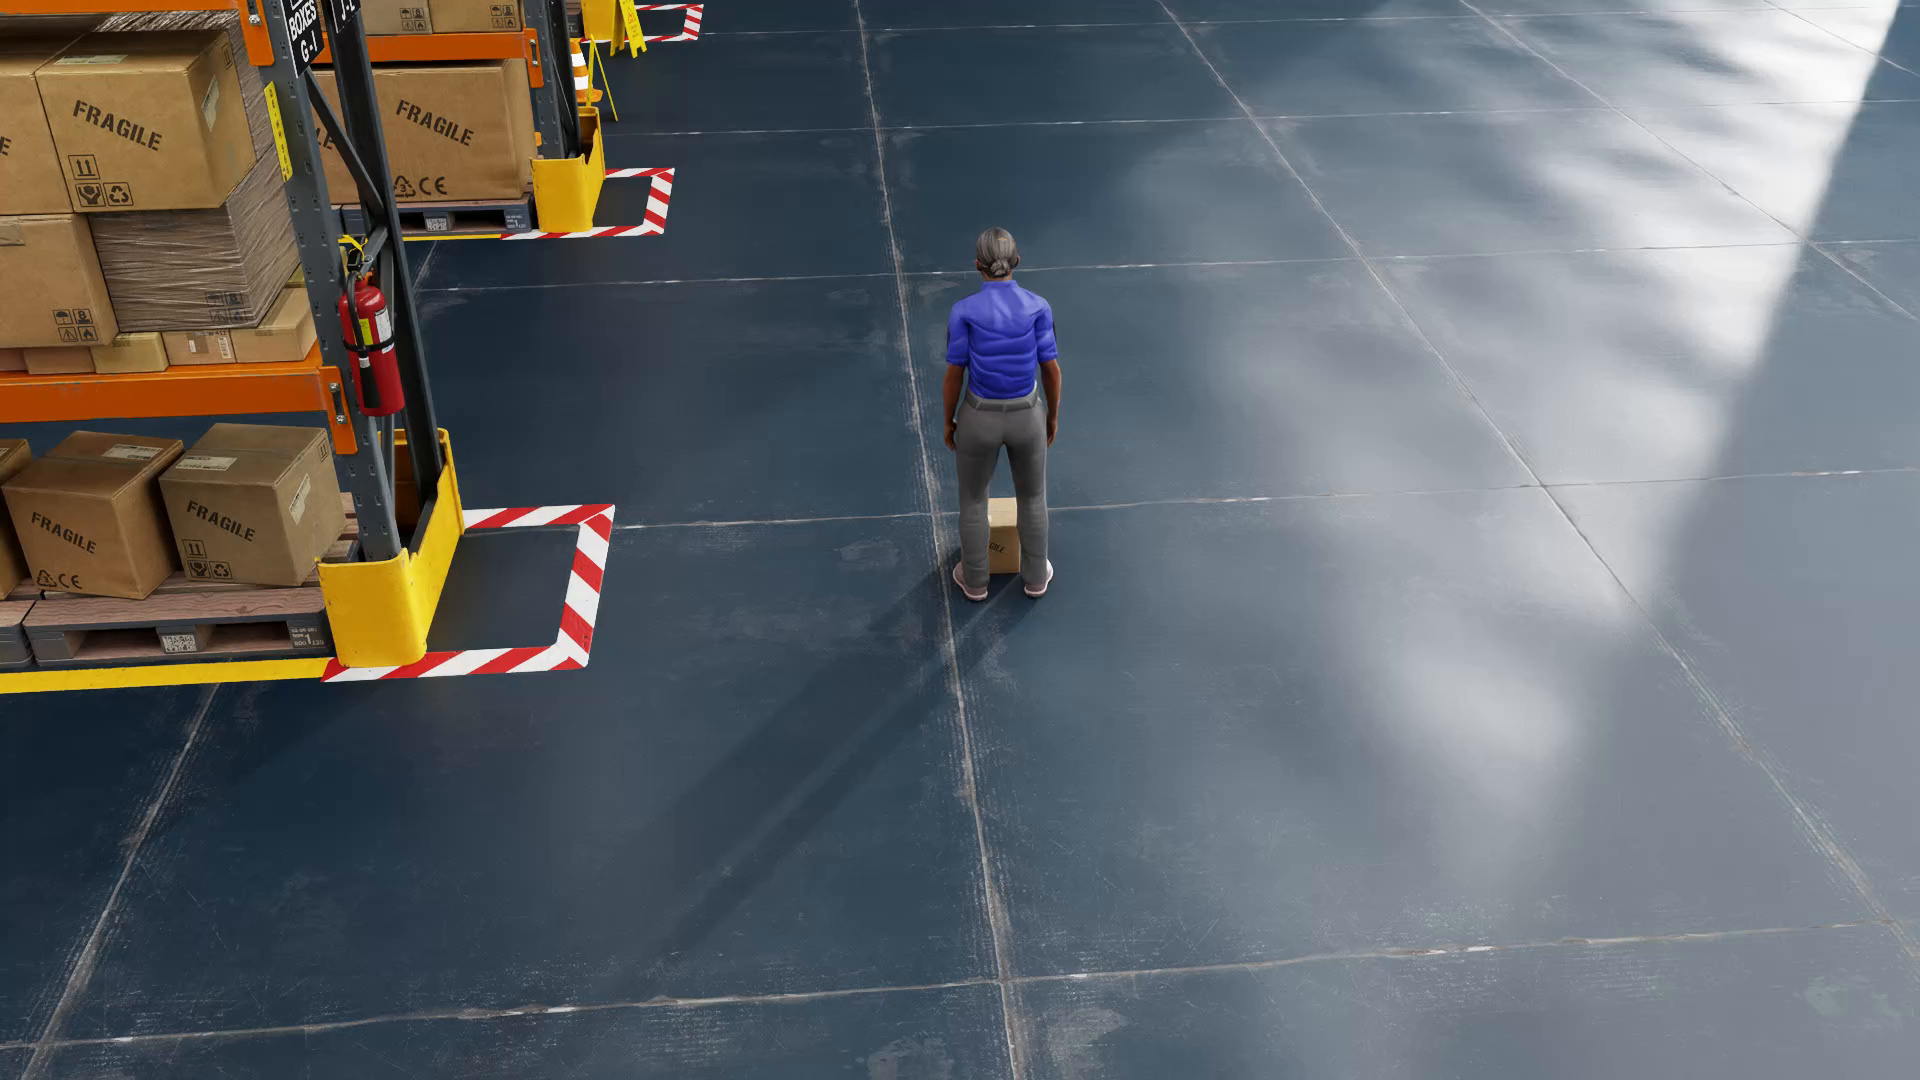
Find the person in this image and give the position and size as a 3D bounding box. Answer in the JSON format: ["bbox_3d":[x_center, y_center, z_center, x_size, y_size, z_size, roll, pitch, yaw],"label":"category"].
[{"bbox_3d":[0.176,-0.490,6.959,0.503,1.639,0.349,-3,31,-5],"label":"person"}]
